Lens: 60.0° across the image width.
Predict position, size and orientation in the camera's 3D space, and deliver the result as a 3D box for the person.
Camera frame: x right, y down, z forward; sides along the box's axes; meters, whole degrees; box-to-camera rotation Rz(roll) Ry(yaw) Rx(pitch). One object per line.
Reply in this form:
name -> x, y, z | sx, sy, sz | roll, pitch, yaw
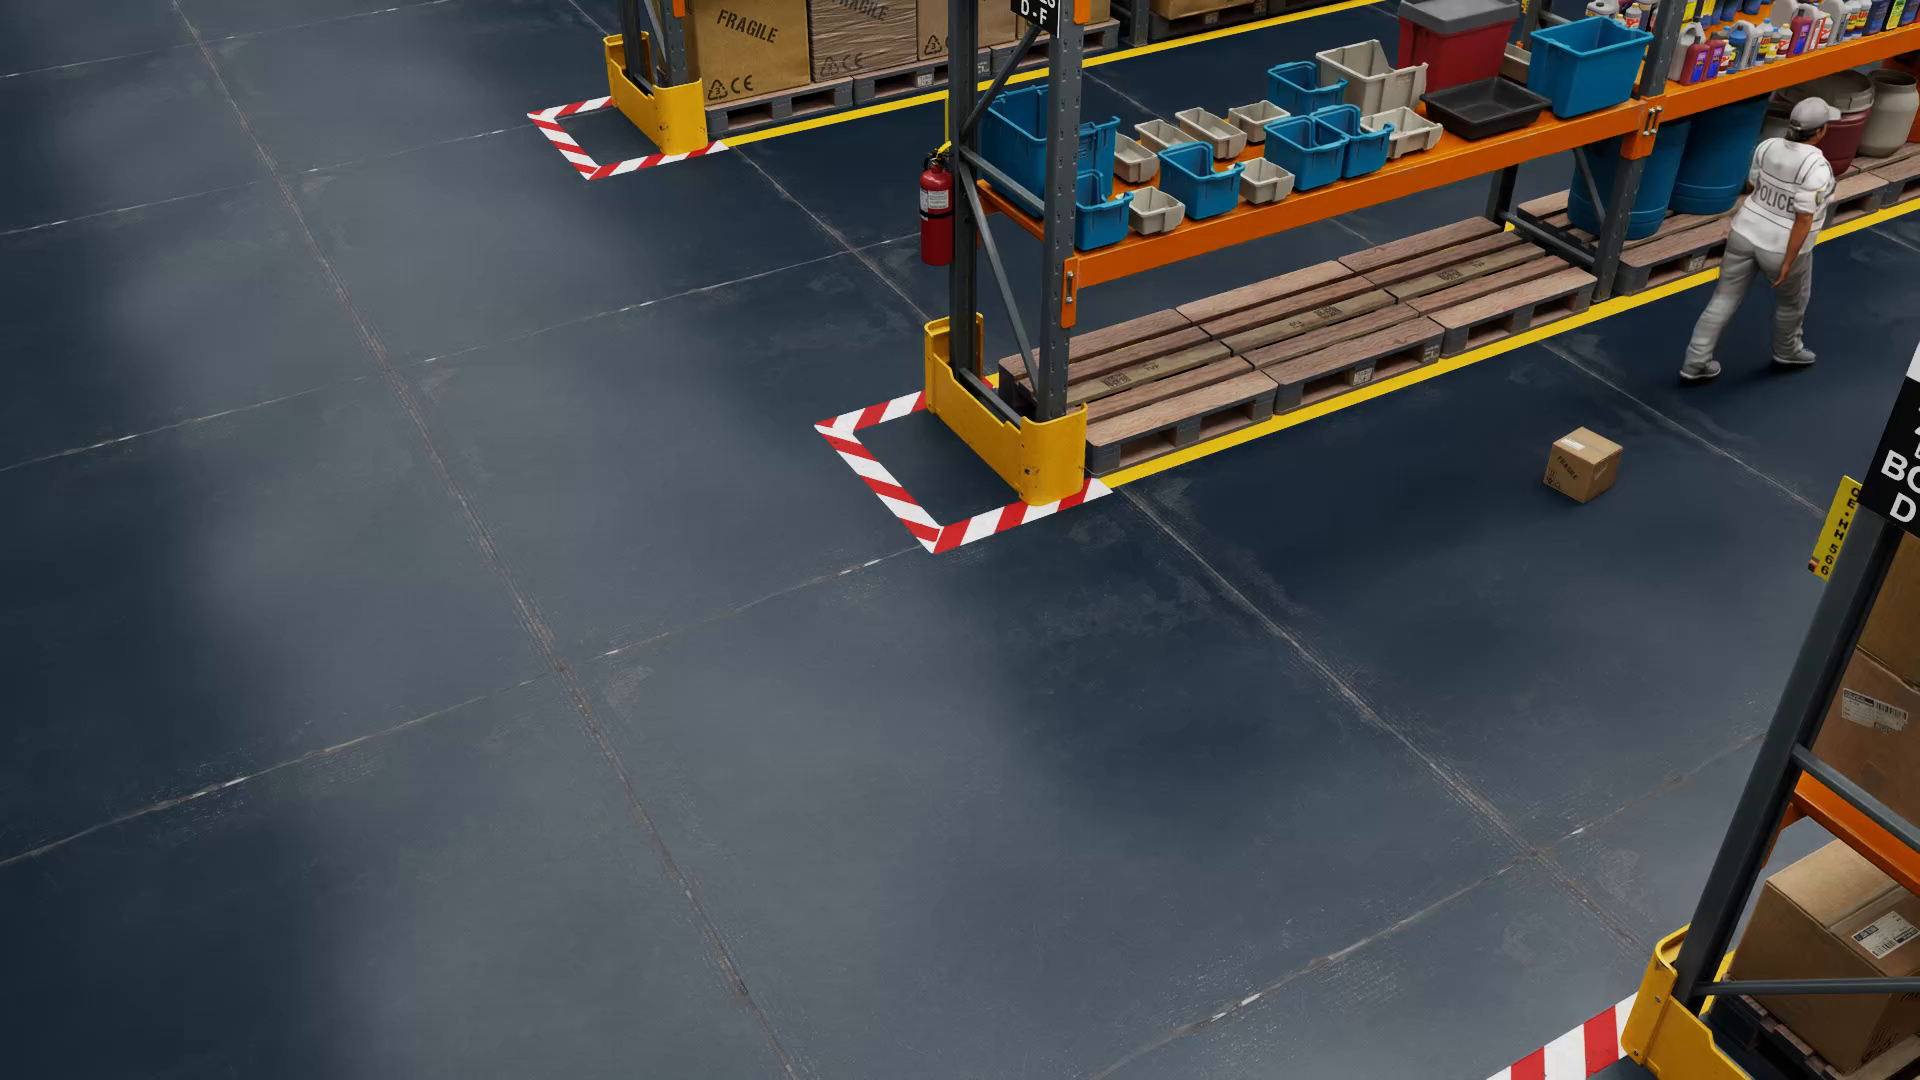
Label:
person -> 4.485, -1.657, 9.112 | 0.911, 1.635, 0.487 | -22, 42, -27
